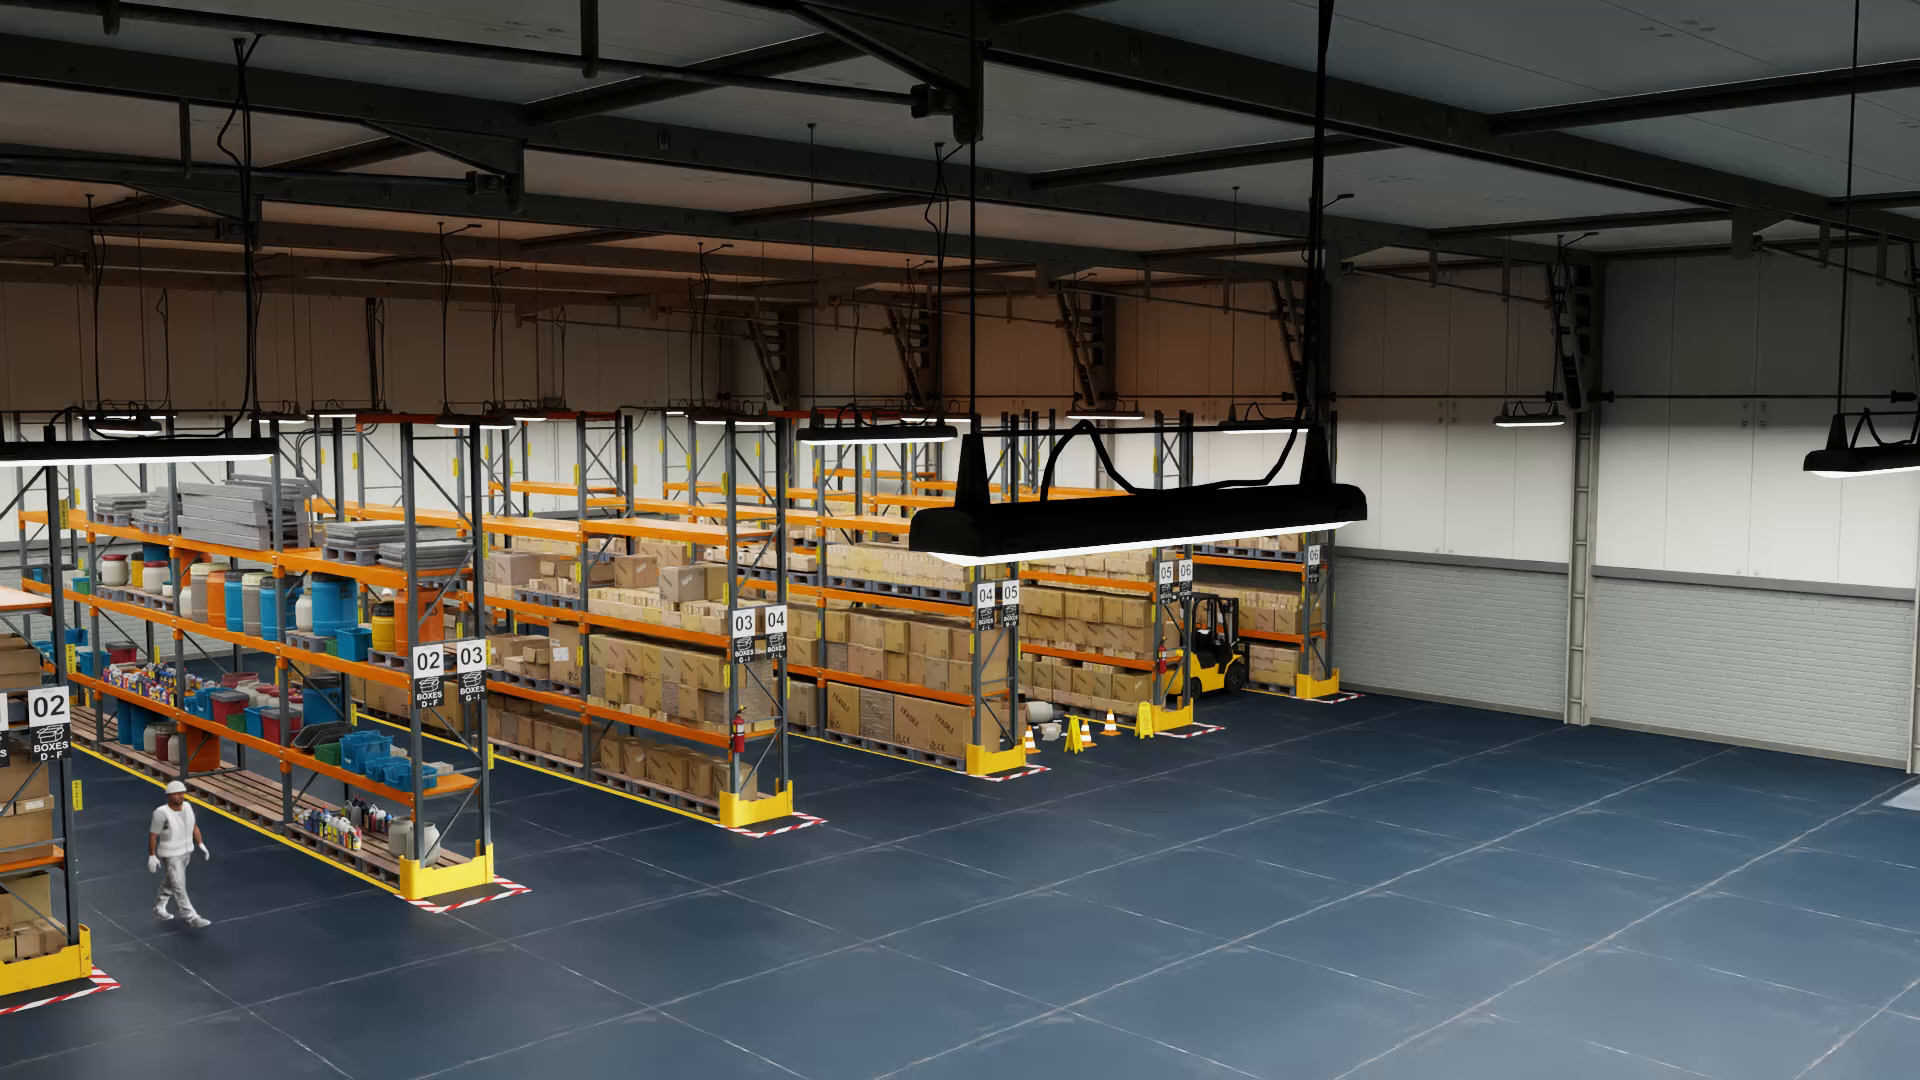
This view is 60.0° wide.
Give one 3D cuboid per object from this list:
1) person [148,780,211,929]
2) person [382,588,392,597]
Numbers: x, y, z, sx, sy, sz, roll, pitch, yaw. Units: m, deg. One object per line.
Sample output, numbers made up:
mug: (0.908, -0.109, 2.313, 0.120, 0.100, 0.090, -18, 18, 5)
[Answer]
person: (-9.251, 3.718, 19.789, 1.065, 1.722, 0.578, 1, 5, 15)
person: (-13.945, 1.992, 40.339, 0.651, 1.682, 0.724, -3, 6, -35)
